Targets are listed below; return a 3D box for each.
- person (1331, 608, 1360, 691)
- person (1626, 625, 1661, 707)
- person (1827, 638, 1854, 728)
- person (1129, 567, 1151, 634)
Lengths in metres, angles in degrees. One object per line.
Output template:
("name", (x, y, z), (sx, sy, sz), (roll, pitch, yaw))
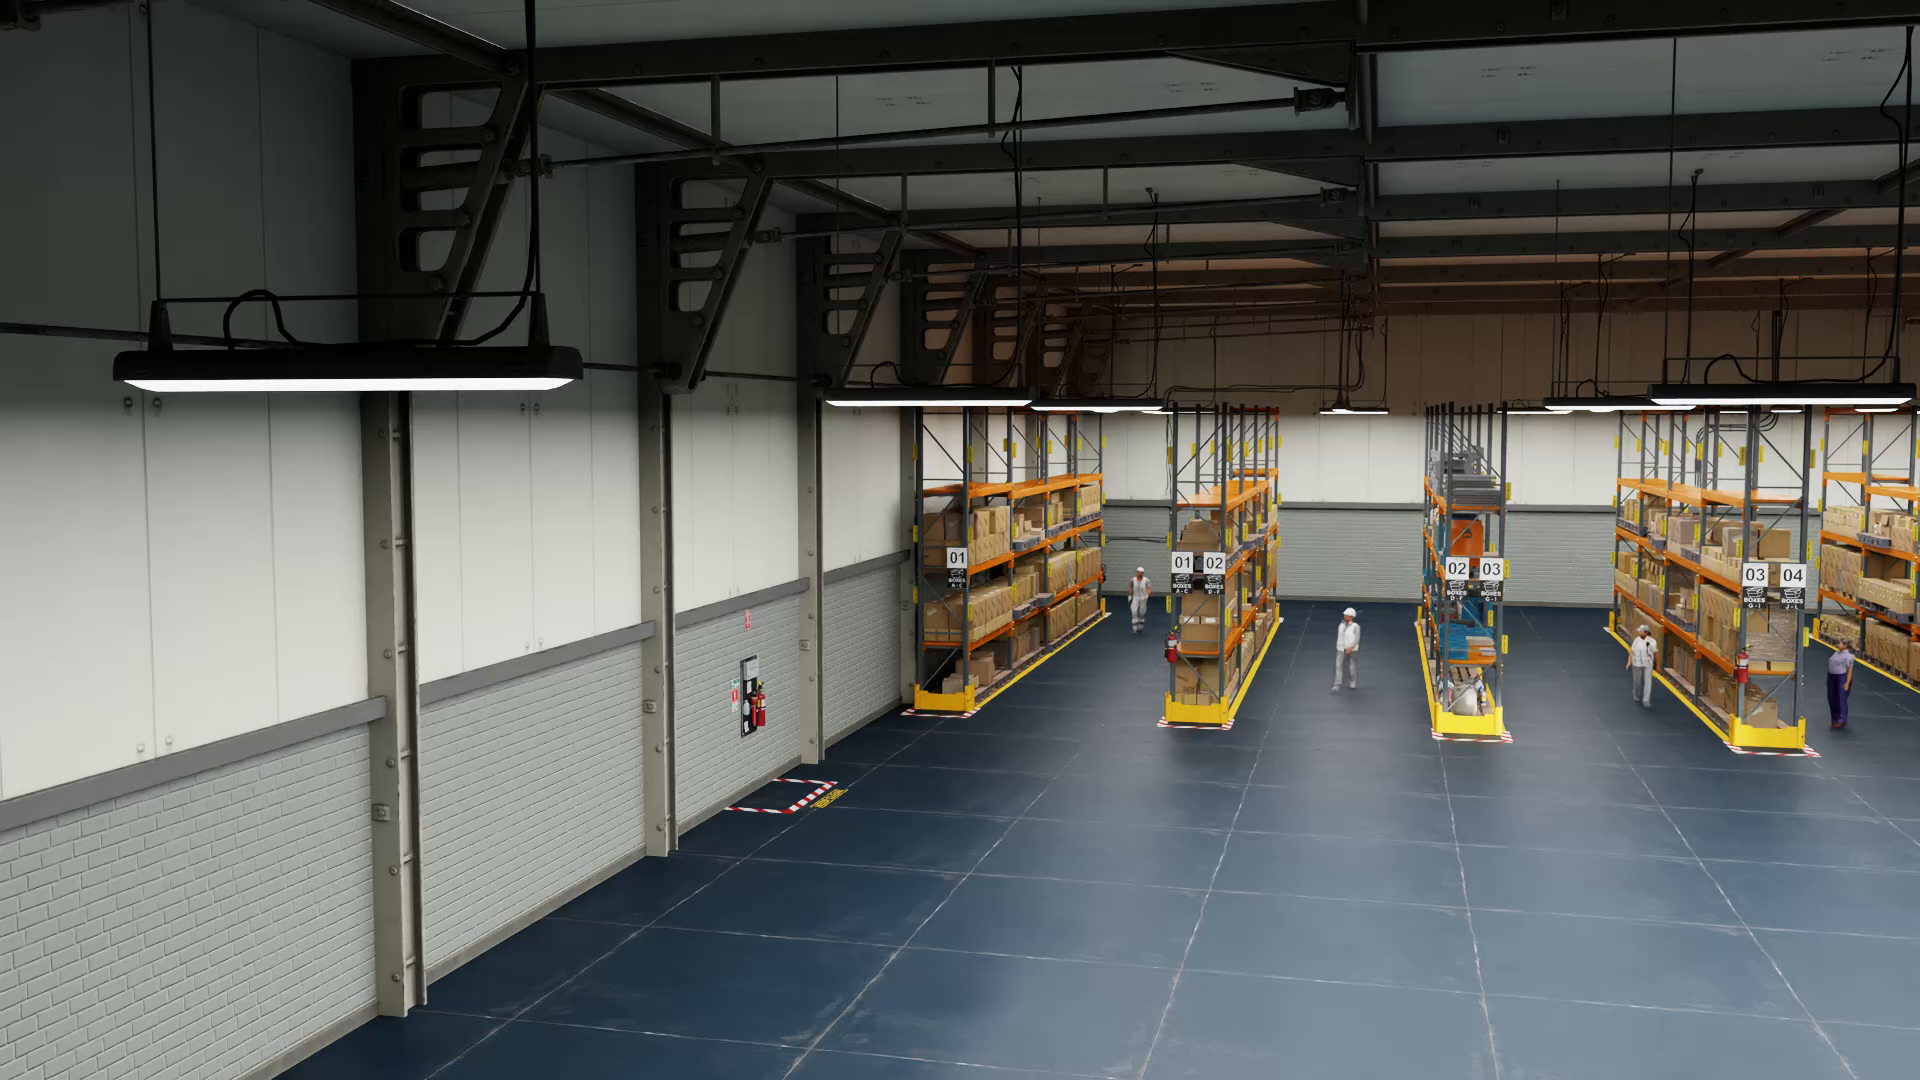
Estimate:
("person", (8.069, 2.280, 34.595), (0.506, 1.707, 1.055), (2, 5, 26))
("person", (13.567, 2.480, 32.989), (0.636, 1.603, 1.057), (2, 5, 23))
("person", (16.309, 2.641, 30.883), (0.571, 1.657, 0.500), (-2, 5, -26))
("person", (4.774, 1.618, 44.257), (0.626, 1.813, 0.877), (1, 4, 13))
